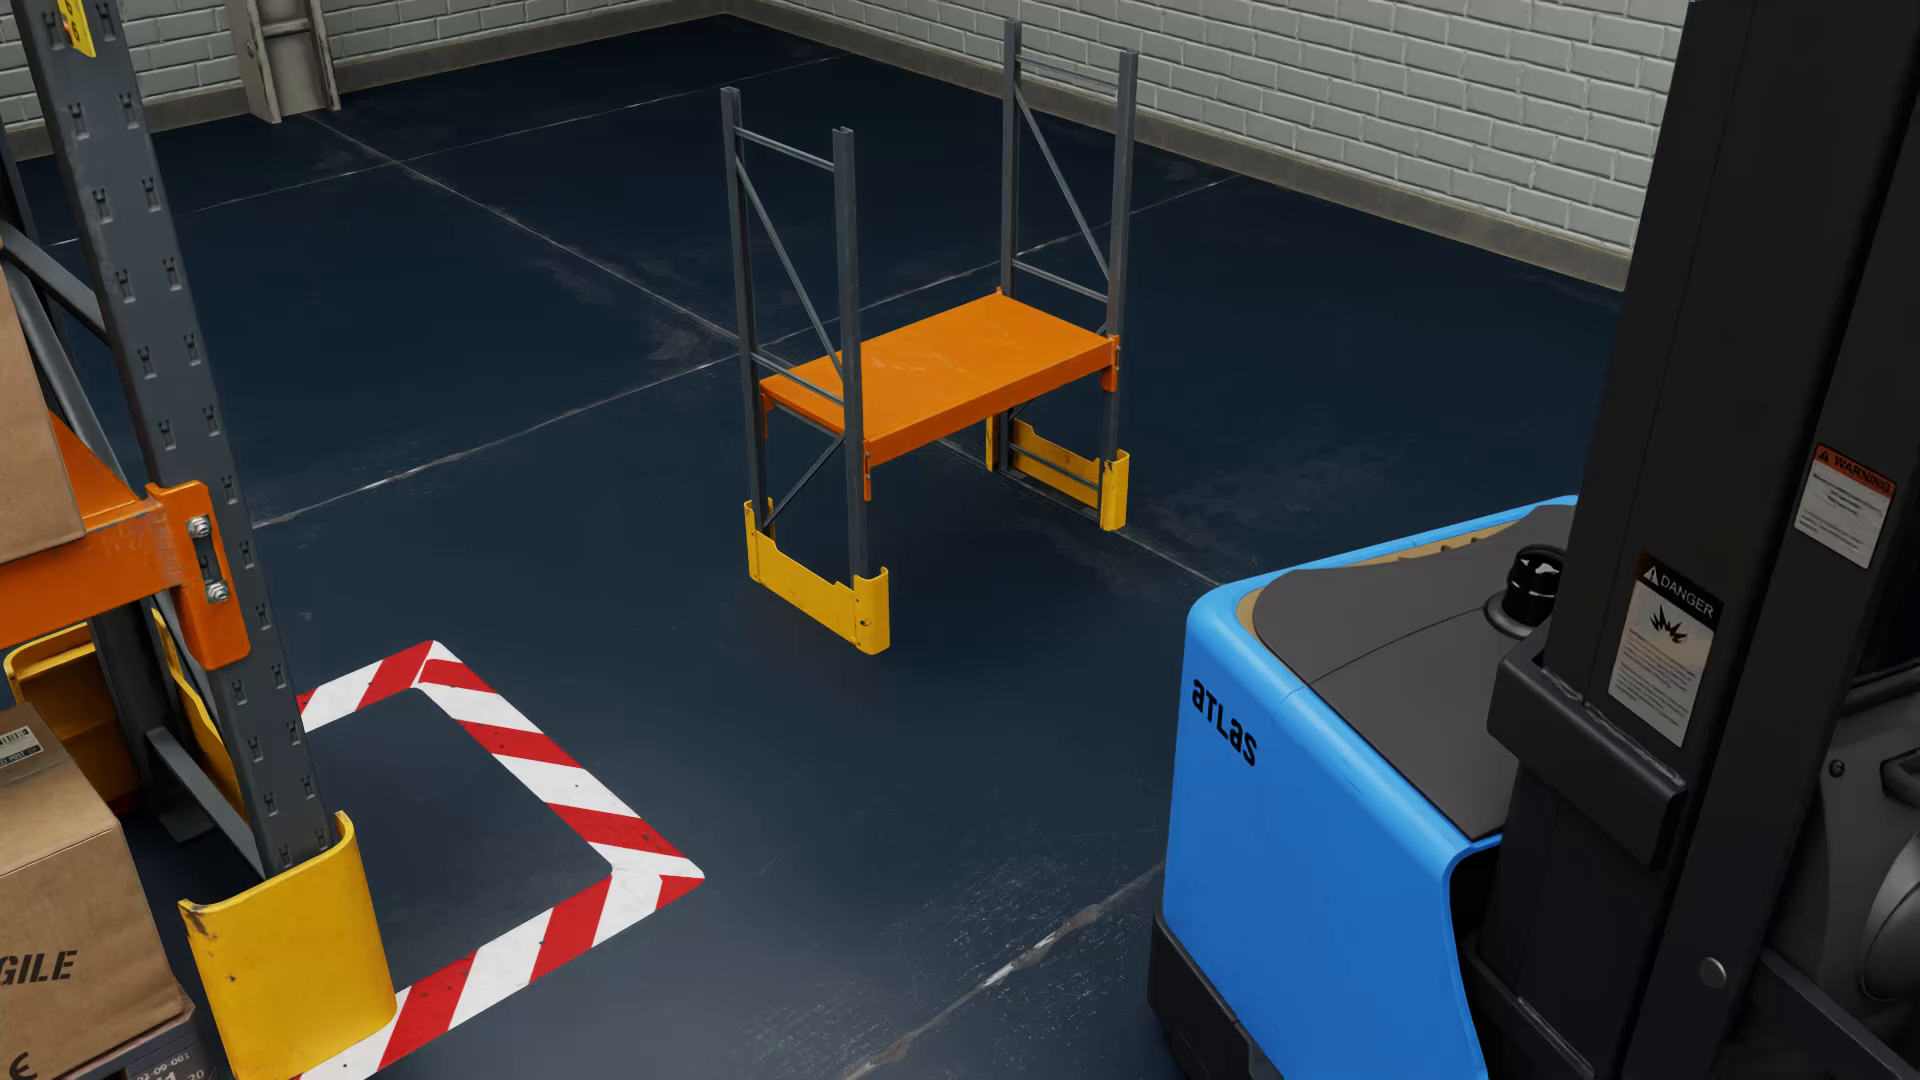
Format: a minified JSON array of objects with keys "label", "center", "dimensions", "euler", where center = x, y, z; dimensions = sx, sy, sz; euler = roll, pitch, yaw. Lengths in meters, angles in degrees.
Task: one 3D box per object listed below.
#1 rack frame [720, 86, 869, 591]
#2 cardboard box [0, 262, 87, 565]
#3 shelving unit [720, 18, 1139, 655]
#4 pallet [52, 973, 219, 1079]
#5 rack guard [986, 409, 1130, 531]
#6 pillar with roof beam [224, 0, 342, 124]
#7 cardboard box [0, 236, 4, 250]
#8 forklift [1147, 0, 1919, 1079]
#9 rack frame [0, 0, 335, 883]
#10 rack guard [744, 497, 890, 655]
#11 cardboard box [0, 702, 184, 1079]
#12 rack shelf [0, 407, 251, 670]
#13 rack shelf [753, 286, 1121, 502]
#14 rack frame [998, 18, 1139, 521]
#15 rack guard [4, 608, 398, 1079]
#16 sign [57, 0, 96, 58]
[{"label":"rack frame","center":[-0.435,-0.429,4.514],"dimensions":[0.032,1.500,0.500],"euler":[-26,40,-35]},{"label":"cardboard box","center":[-1.799,-0.229,2.653],"dimensions":[0.500,0.500,0.500],"euler":[-24,39,-34]},{"label":"shelving unit","center":[-0.056,-0.613,4.815],"dimensions":[1.083,1.500,0.587],"euler":[-26,40,-35]},{"label":"pallet","center":[-2.295,1.051,3.330],"dimensions":[1.213,0.211,1.003],"euler":[-26,40,-35]},{"label":"rack guard","center":[0.309,-0.256,5.429],"dimensions":[0.087,0.250,0.587],"euler":[-26,40,-35]},{"label":"pillar with roof beam","center":[-0.707,-4.544,4.055],"dimensions":[0.400,9.000,9.100],"euler":[-26,40,-35]},{"label":"cardboard box","center":[-1.795,-0.655,2.392],"dimensions":[0.500,0.500,0.500],"euler":[-26,40,-36]},{"label":"forklift","center":[1.463,0.359,1.854],"dimensions":[1.130,2.935,3.031],"euler":[-13,34,-21]},{"label":"rack frame","center":[-1.655,-0.449,3.109],"dimensions":[0.127,3.000,1.000],"euler":[-26,40,-35]},{"label":"rack guard","center":[-0.421,0.097,4.852],"dimensions":[0.087,0.250,0.587],"euler":[-26,40,-35]},{"label":"cardboard box","center":[-1.887,0.717,3.177],"dimensions":[0.500,0.500,0.500],"euler":[-26,40,-35]},{"label":"rack shelf","center":[-3.122,0.567,2.137],"dimensions":[4.000,0.370,1.077],"euler":[-26,40,-35]},{"label":"rack shelf","center":[-0.063,-0.456,4.903],"dimensions":[1.000,0.185,0.538],"euler":[-26,40,-35]},{"label":"rack frame","center":[0.310,-0.790,5.104],"dimensions":[0.032,1.500,0.500],"euler":[-26,40,-35]},{"label":"rack guard","center":[-1.711,0.644,3.717],"dimensions":[0.348,0.500,1.175],"euler":[-26,40,-35]},{"label":"sign","center":[-1.293,-0.859,2.366],"dimensions":[0.005,0.325,0.100],"euler":[-26,40,-35]}]
